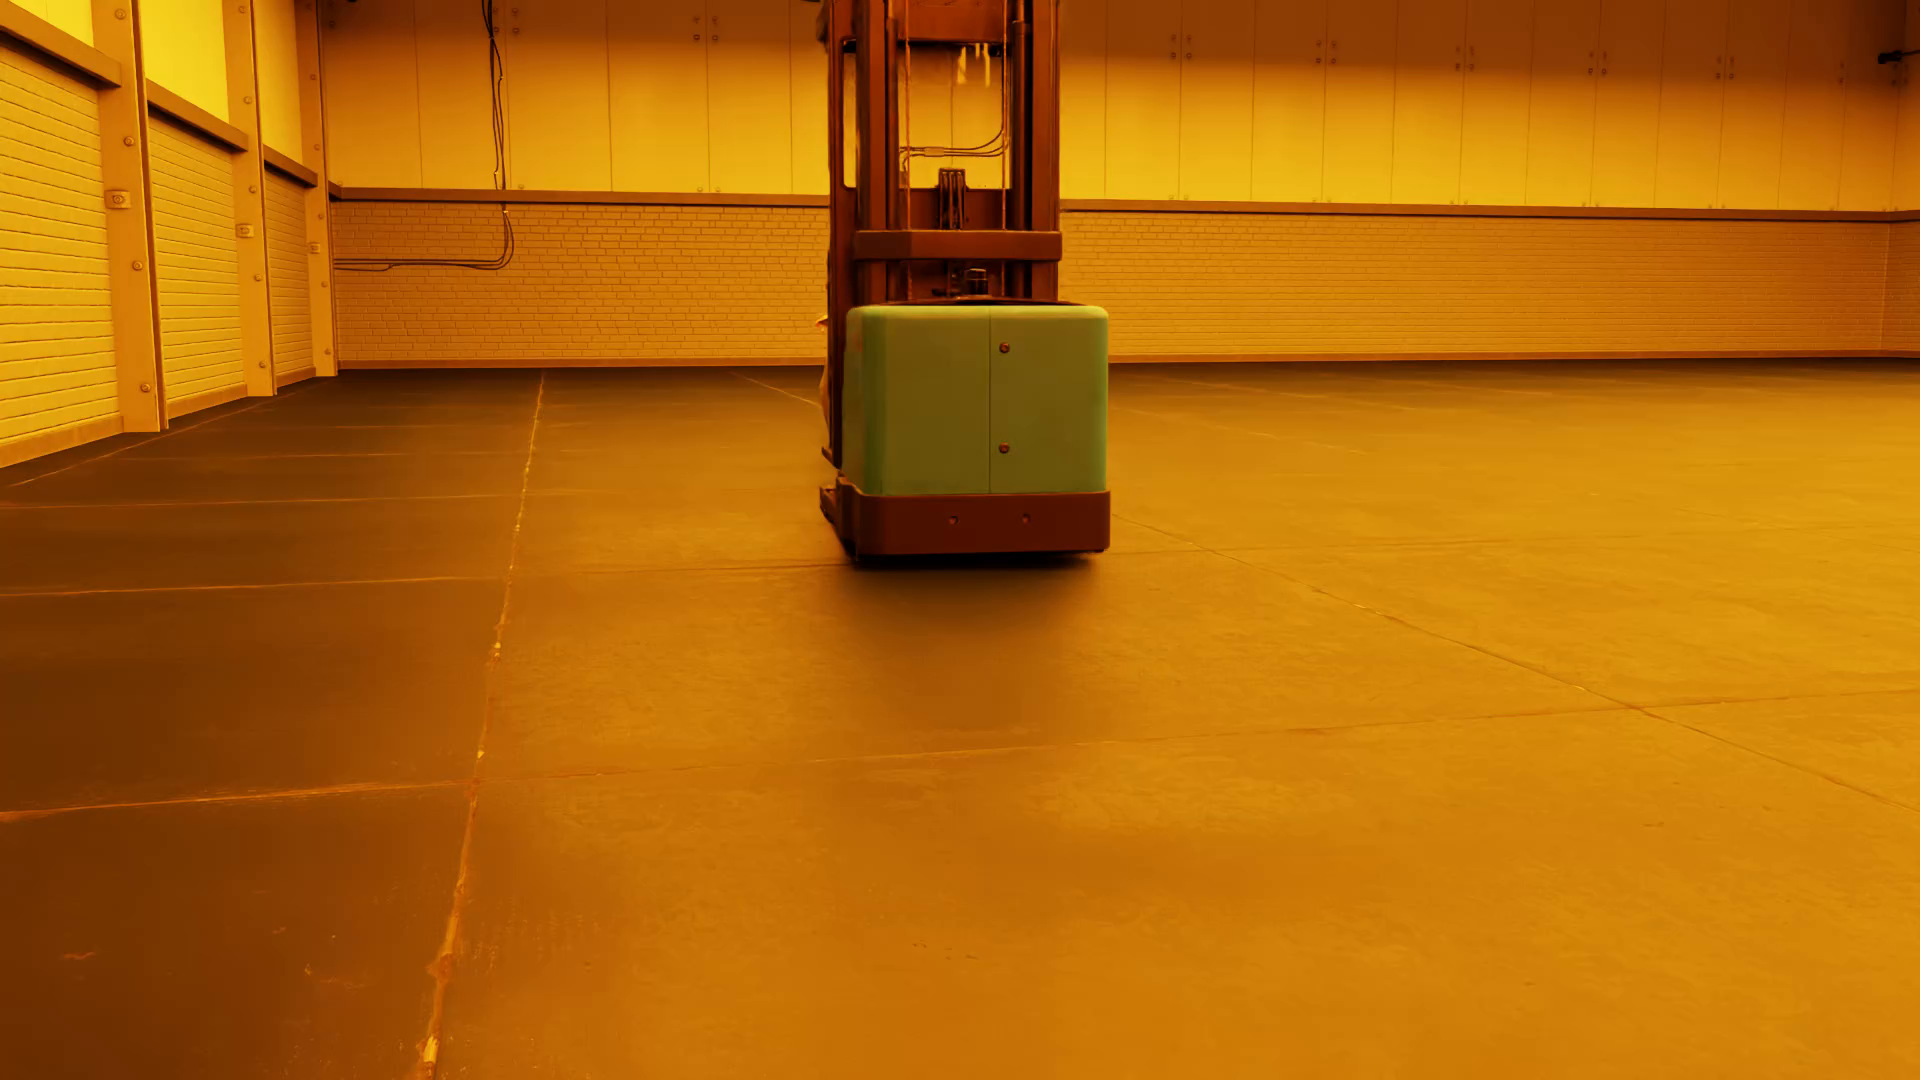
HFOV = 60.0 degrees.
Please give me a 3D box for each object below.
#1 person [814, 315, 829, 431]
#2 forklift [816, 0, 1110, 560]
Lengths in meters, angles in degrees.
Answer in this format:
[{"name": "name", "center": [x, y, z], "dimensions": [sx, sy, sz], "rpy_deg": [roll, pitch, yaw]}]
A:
[{"name": "person", "center": [-0.719, -1.303, 11.296], "dimensions": [0.522, 1.604, 0.711], "rpy_deg": [-7, 11, -41]}, {"name": "forklift", "center": [-0.114, -1.536, 8.107], "dimensions": [1.130, 2.935, 3.031], "rpy_deg": [-1, 8, -9]}]
